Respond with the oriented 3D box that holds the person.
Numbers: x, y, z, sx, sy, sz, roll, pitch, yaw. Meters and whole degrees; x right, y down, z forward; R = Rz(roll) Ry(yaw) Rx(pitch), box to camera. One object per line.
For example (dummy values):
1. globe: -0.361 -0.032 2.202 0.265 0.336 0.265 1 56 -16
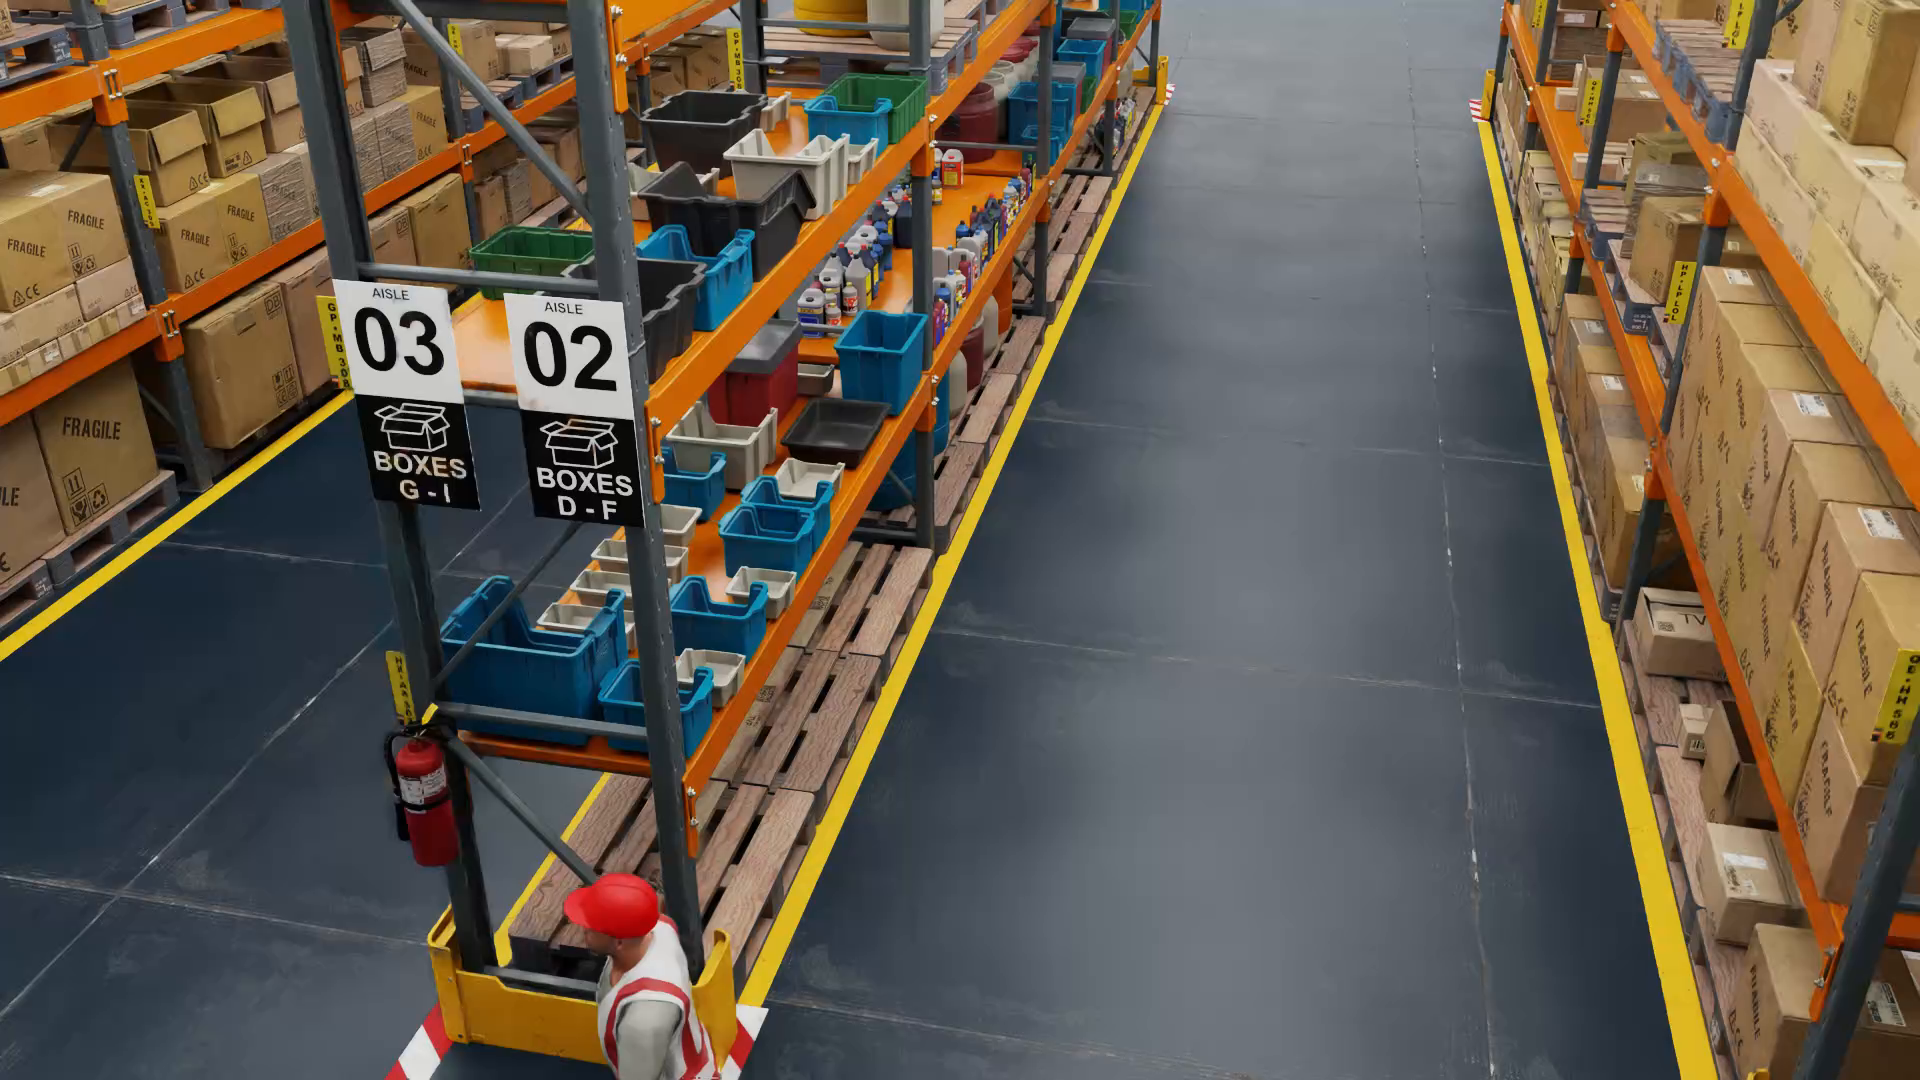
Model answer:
1. person: -1.017 1.764 5.327 1.006 1.745 0.666 -7 29 -13
